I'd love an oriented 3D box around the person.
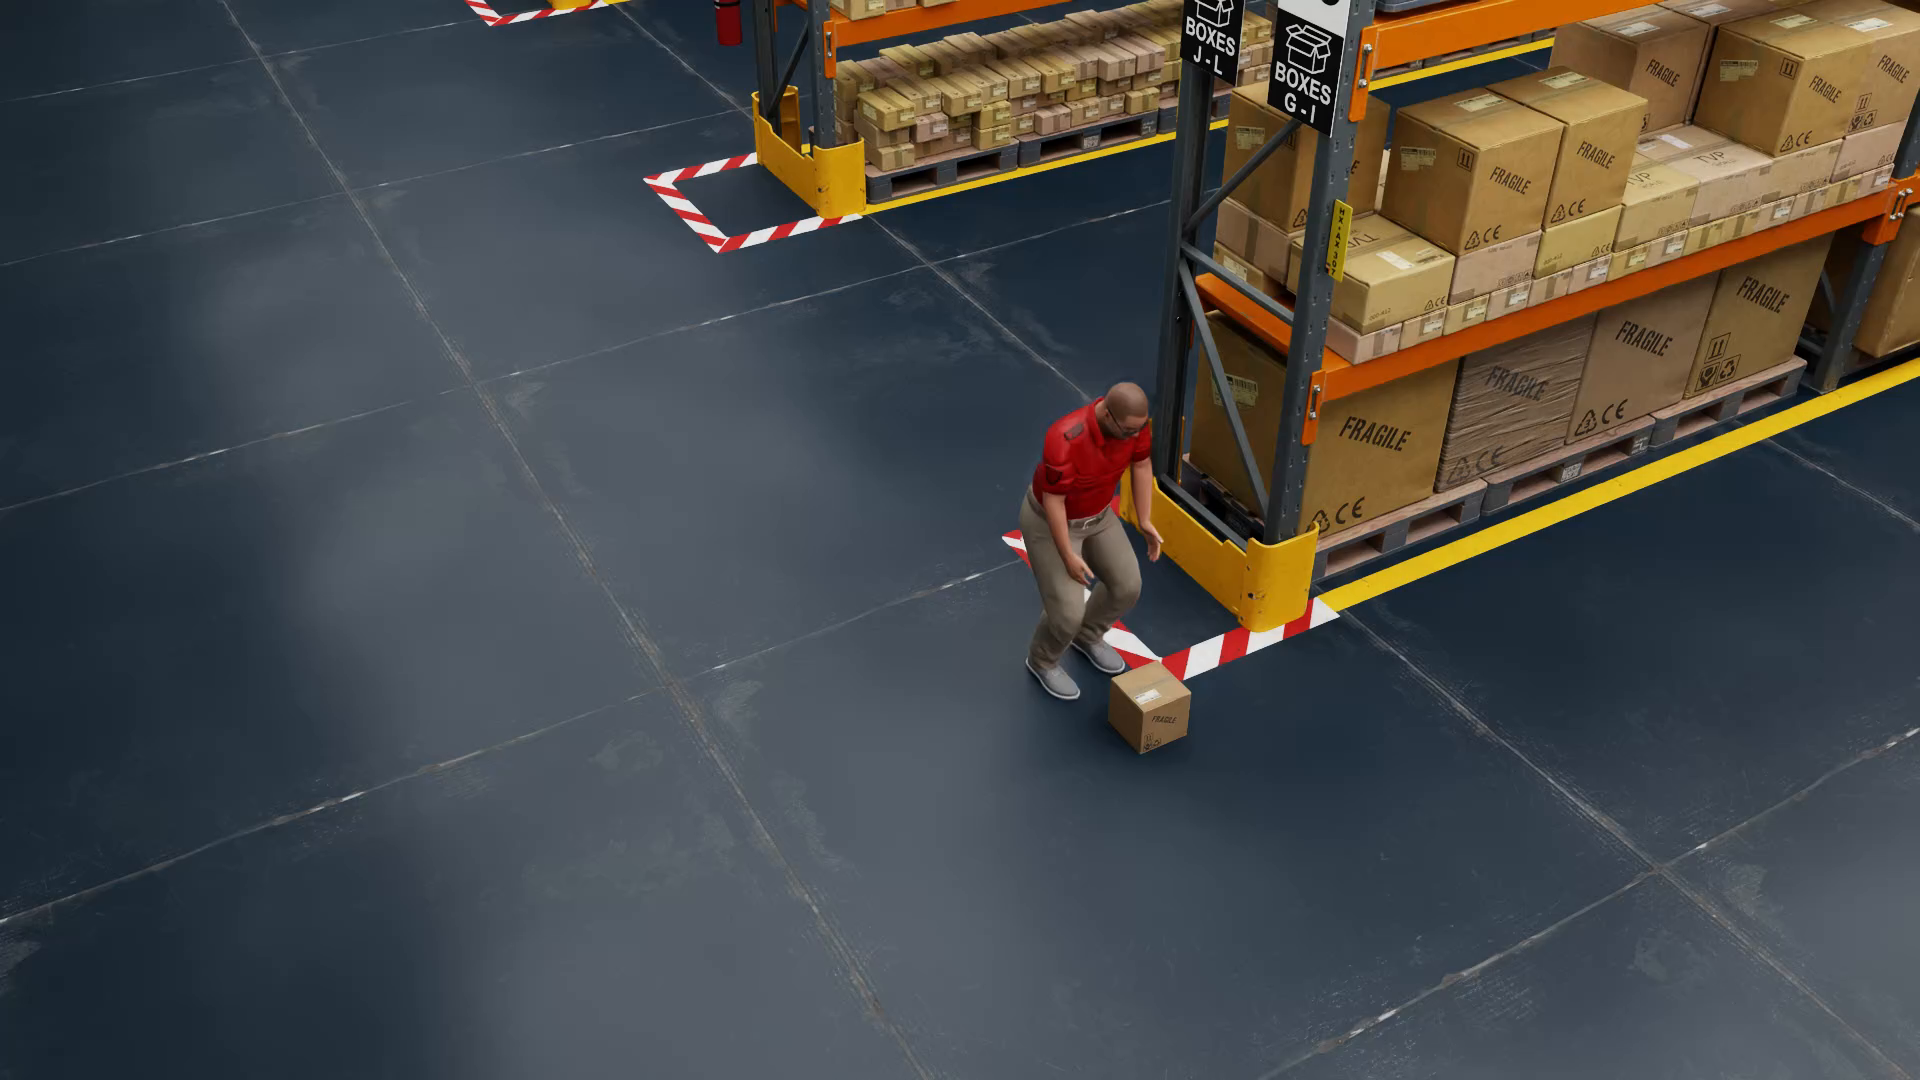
[{"bbox_3d":[0.553,-0.057,7.148,0.578,1.588,0.550,-23,43,-28],"label":"person"}]
